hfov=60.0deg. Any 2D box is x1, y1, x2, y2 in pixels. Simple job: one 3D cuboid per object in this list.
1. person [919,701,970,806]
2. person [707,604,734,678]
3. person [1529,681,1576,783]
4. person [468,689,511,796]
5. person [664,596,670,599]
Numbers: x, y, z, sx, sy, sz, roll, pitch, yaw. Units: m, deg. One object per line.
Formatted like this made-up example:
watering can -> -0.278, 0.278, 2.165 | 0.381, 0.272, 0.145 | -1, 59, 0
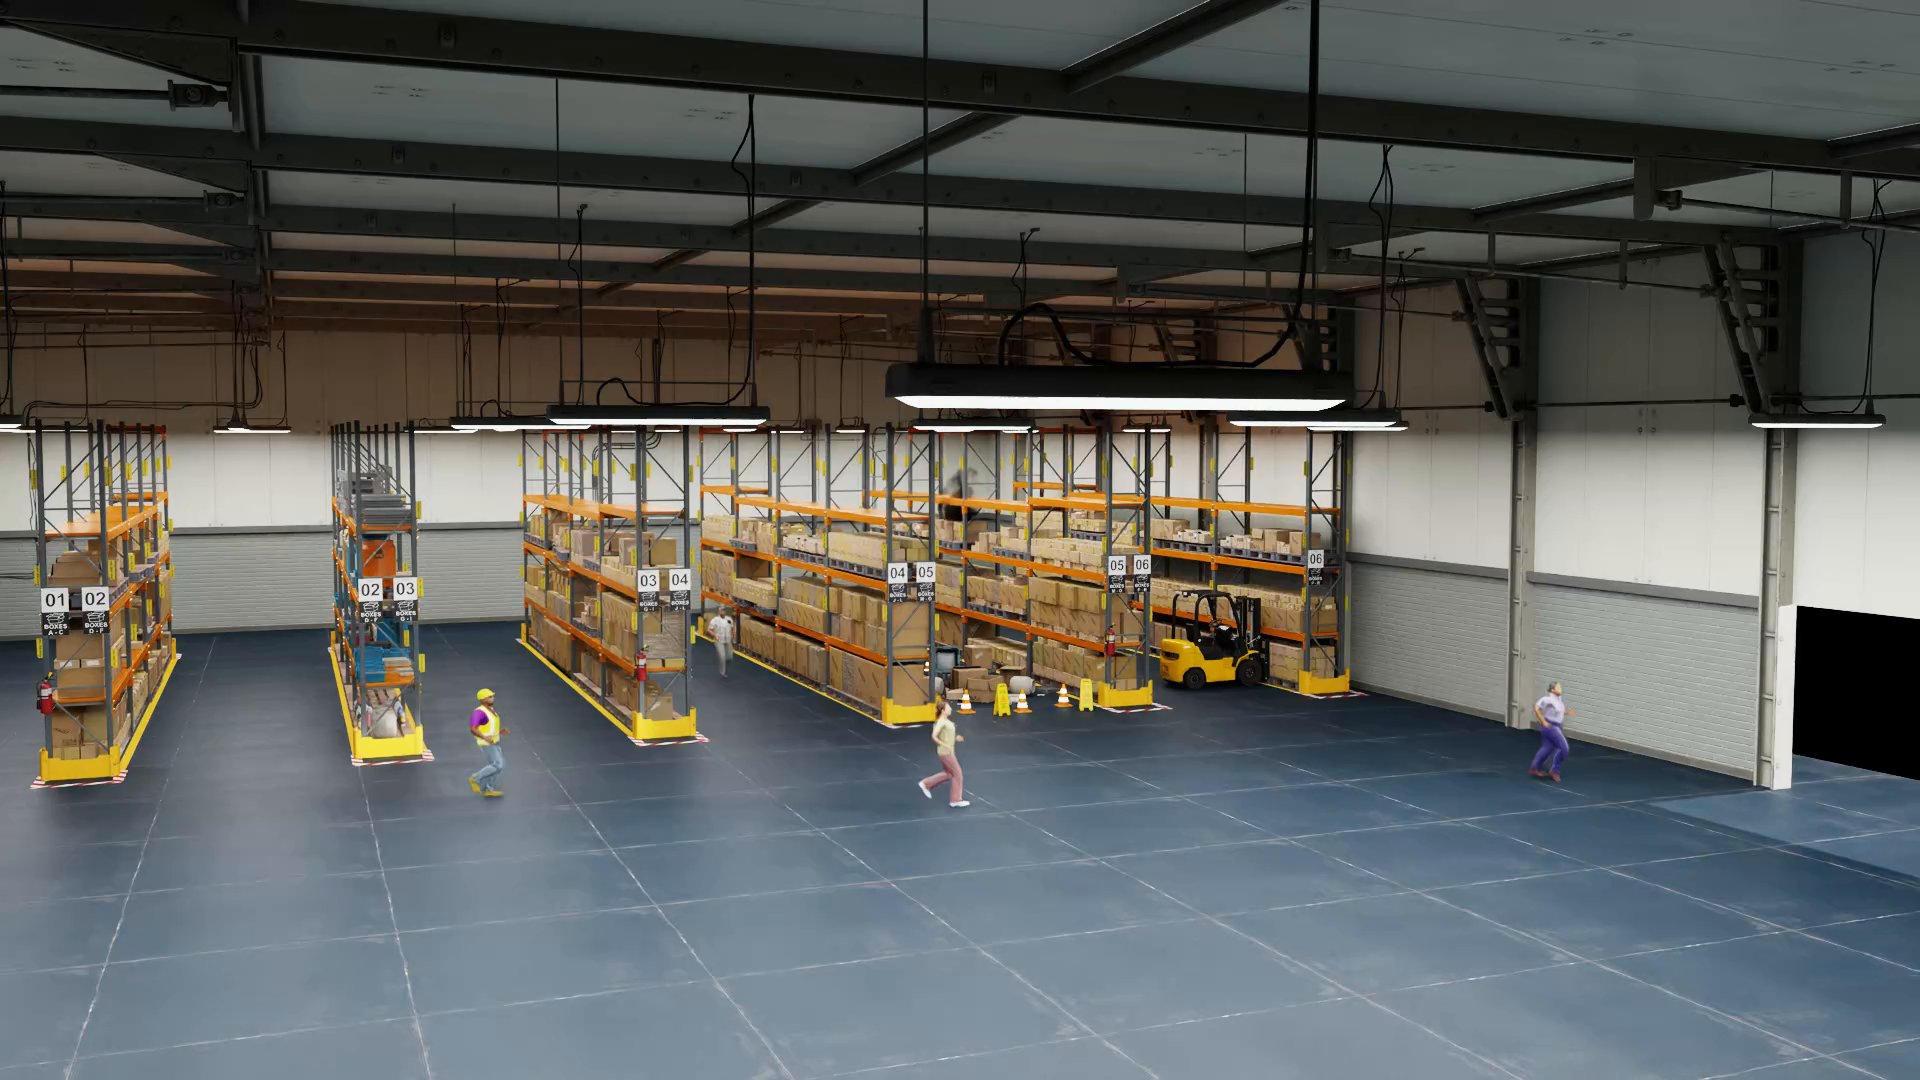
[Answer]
person -> -0.251, 3.303, 25.690 | 0.802, 1.620, 0.589 | 0, 4, 5
person -> -5.650, 2.390, 39.460 | 0.664, 1.728, 0.641 | -2, 4, -29
person -> 9.866, 3.203, 27.689 | 0.714, 1.690, 0.572 | 2, 4, 29
person -> -7.471, 3.213, 26.359 | 0.603, 1.718, 0.697 | 0, 4, 1
person -> -8.137, 1.986, 46.148 | 0.696, 1.722, 0.538 | -2, 4, -23
